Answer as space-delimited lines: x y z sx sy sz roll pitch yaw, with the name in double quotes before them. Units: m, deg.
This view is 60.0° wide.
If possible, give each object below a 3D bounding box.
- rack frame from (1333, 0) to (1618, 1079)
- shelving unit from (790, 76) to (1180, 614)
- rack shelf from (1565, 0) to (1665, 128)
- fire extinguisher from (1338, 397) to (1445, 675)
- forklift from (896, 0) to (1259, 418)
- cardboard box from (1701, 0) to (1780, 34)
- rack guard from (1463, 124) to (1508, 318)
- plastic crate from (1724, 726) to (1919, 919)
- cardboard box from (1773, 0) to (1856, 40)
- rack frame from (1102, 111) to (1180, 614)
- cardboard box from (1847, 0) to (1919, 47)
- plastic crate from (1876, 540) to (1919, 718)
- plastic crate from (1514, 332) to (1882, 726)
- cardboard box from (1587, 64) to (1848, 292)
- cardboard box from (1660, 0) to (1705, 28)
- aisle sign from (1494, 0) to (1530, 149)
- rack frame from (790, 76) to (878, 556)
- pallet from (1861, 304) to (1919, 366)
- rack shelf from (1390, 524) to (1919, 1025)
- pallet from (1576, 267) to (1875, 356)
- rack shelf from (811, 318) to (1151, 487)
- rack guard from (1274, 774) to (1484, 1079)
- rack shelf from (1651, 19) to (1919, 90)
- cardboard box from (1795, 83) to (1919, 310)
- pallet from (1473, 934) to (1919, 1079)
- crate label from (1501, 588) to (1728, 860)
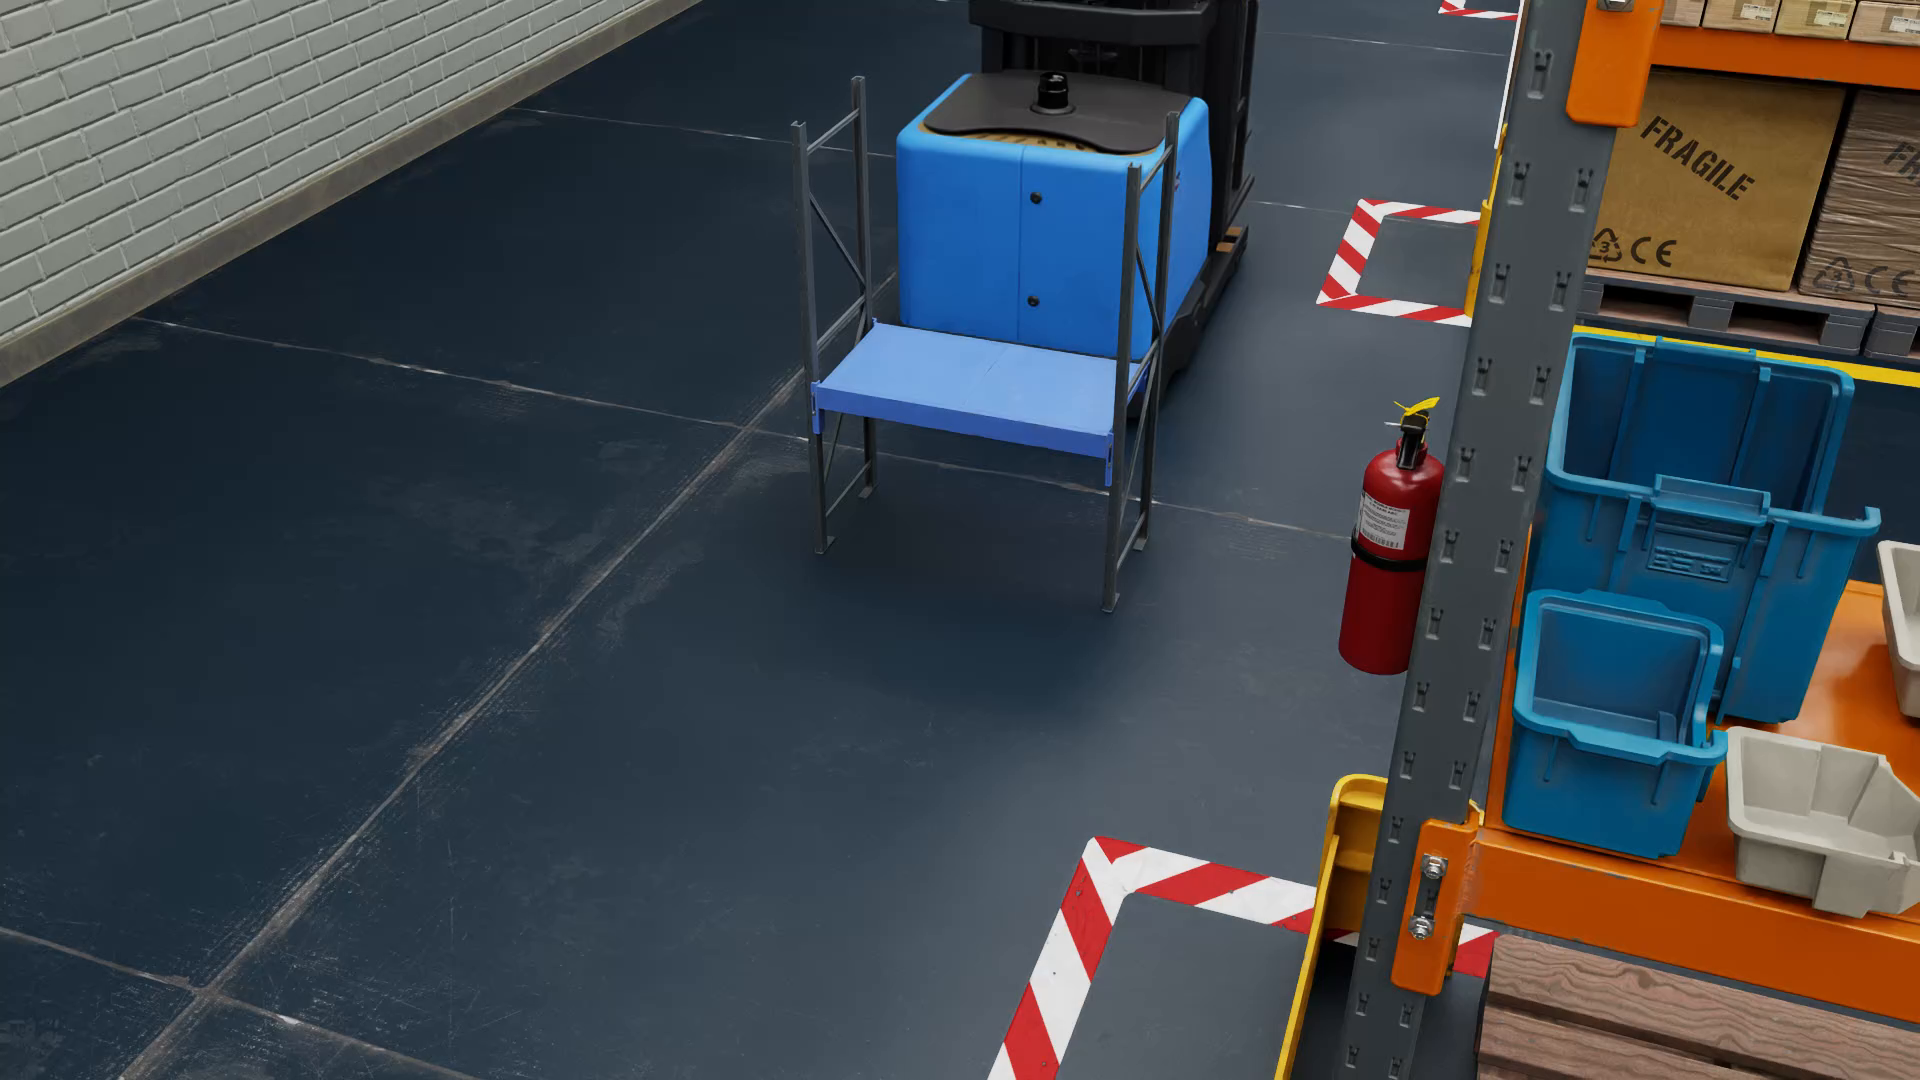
"rack frame" 0.901 0.035 2.930 0.127 3.000 1.000 11 34 16
"shelving unit" 0.080 -0.614 5.319 1.048 1.500 0.538 11 34 16
"rack shelf" 2.783 -0.556 1.744 4.000 0.370 1.077 11 34 16
"fire extinguisher" 0.912 -0.035 3.454 0.183 0.674 0.296 11 34 16
"forklift" 0.707 -2.488 6.902 1.130 2.935 3.031 11 34 16
"cardboard box" 3.037 -2.108 6.482 0.250 0.149 0.380 11 34 16
"rack guard" 2.549 -1.448 7.532 0.348 0.500 1.175 11 34 16
"plastic crate" 1.296 0.435 2.498 0.298 0.136 0.250 11 34 16
"cardboard box" 3.278 -2.062 6.409 0.250 0.149 0.380 10 34 15
"rack frame" 0.559 -0.521 5.175 0.032 1.500 0.500 11 34 16
"cardboard box" 3.524 -2.015 6.336 0.250 0.149 0.380 10 34 16
"plastic crate" 1.729 0.178 2.897 0.243 0.136 0.396 11 34 16
"plastic crate" 1.279 -0.039 2.957 0.499 0.435 0.616 11 34 16
"cardboard box" 3.201 -1.701 7.191 0.875 0.875 0.875 11 34 16
"cardboard box" 2.795 -2.155 6.553 0.250 0.149 0.380 11 35 17
"aisle sign" 0.733 -0.918 2.010 0.004 0.787 0.394 11 34 16
"rack frame" -0.398 -0.708 5.463 0.032 1.500 0.500 11 34 16
"pallet" 4.495 -0.992 7.091 1.213 0.211 1.003 11 34 16
"rack shelf" 2.783 0.704 2.558 4.000 0.370 1.077 11 34 16
"pallet" 3.351 -1.216 7.438 1.213 0.211 1.003 11 34 16
"rack shelf" 0.080 -0.463 5.417 1.000 0.185 0.538 11 34 16
"rack guard" 0.874 1.088 3.604 0.348 0.500 1.175 11 34 16
"rack shelf" 4.454 -1.825 6.475 4.000 0.370 1.077 11 34 16
"cardboard box" 4.058 -1.535 6.933 0.875 0.875 0.875 11 34 16
"pallet" 1.664 1.378 3.422 1.213 0.211 1.003 11 34 16
"crate label" 1.022 0.294 2.628 0.303 0.233 0.416 11 34 16
